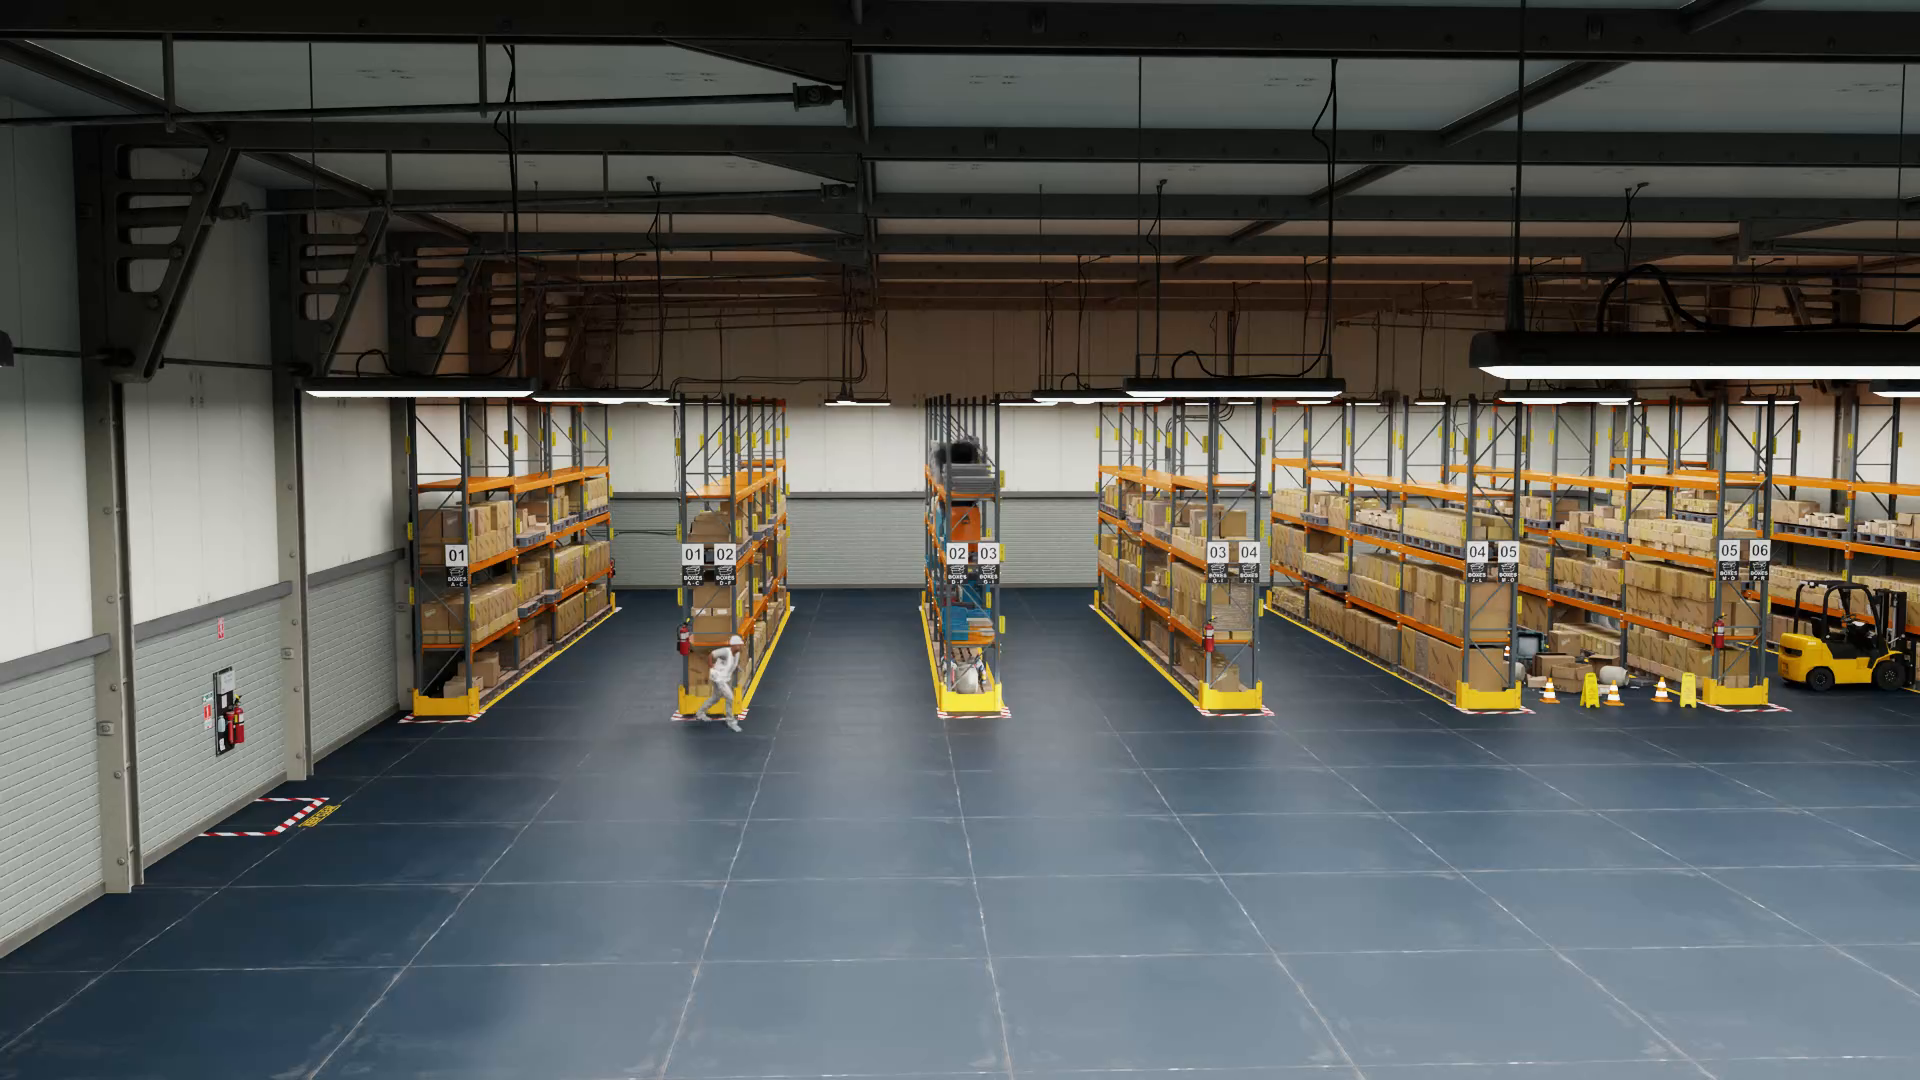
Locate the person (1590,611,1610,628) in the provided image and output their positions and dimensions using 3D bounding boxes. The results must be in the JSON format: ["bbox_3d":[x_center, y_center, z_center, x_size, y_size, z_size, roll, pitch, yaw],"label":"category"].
[{"bbox_3d":[16.164,1.579,42.121,0.608,1.651,0.956,-1,5,-8],"label":"person"}]

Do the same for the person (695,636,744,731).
[{"bbox_3d":[-4.315,2.553,29.727,1.043,1.737,0.734,2,5,27],"label":"person"}]

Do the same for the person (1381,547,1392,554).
[{"bbox_3d":[12.726,0.910,49.635,0.866,1.827,0.634,-1,5,-17],"label":"person"}]
